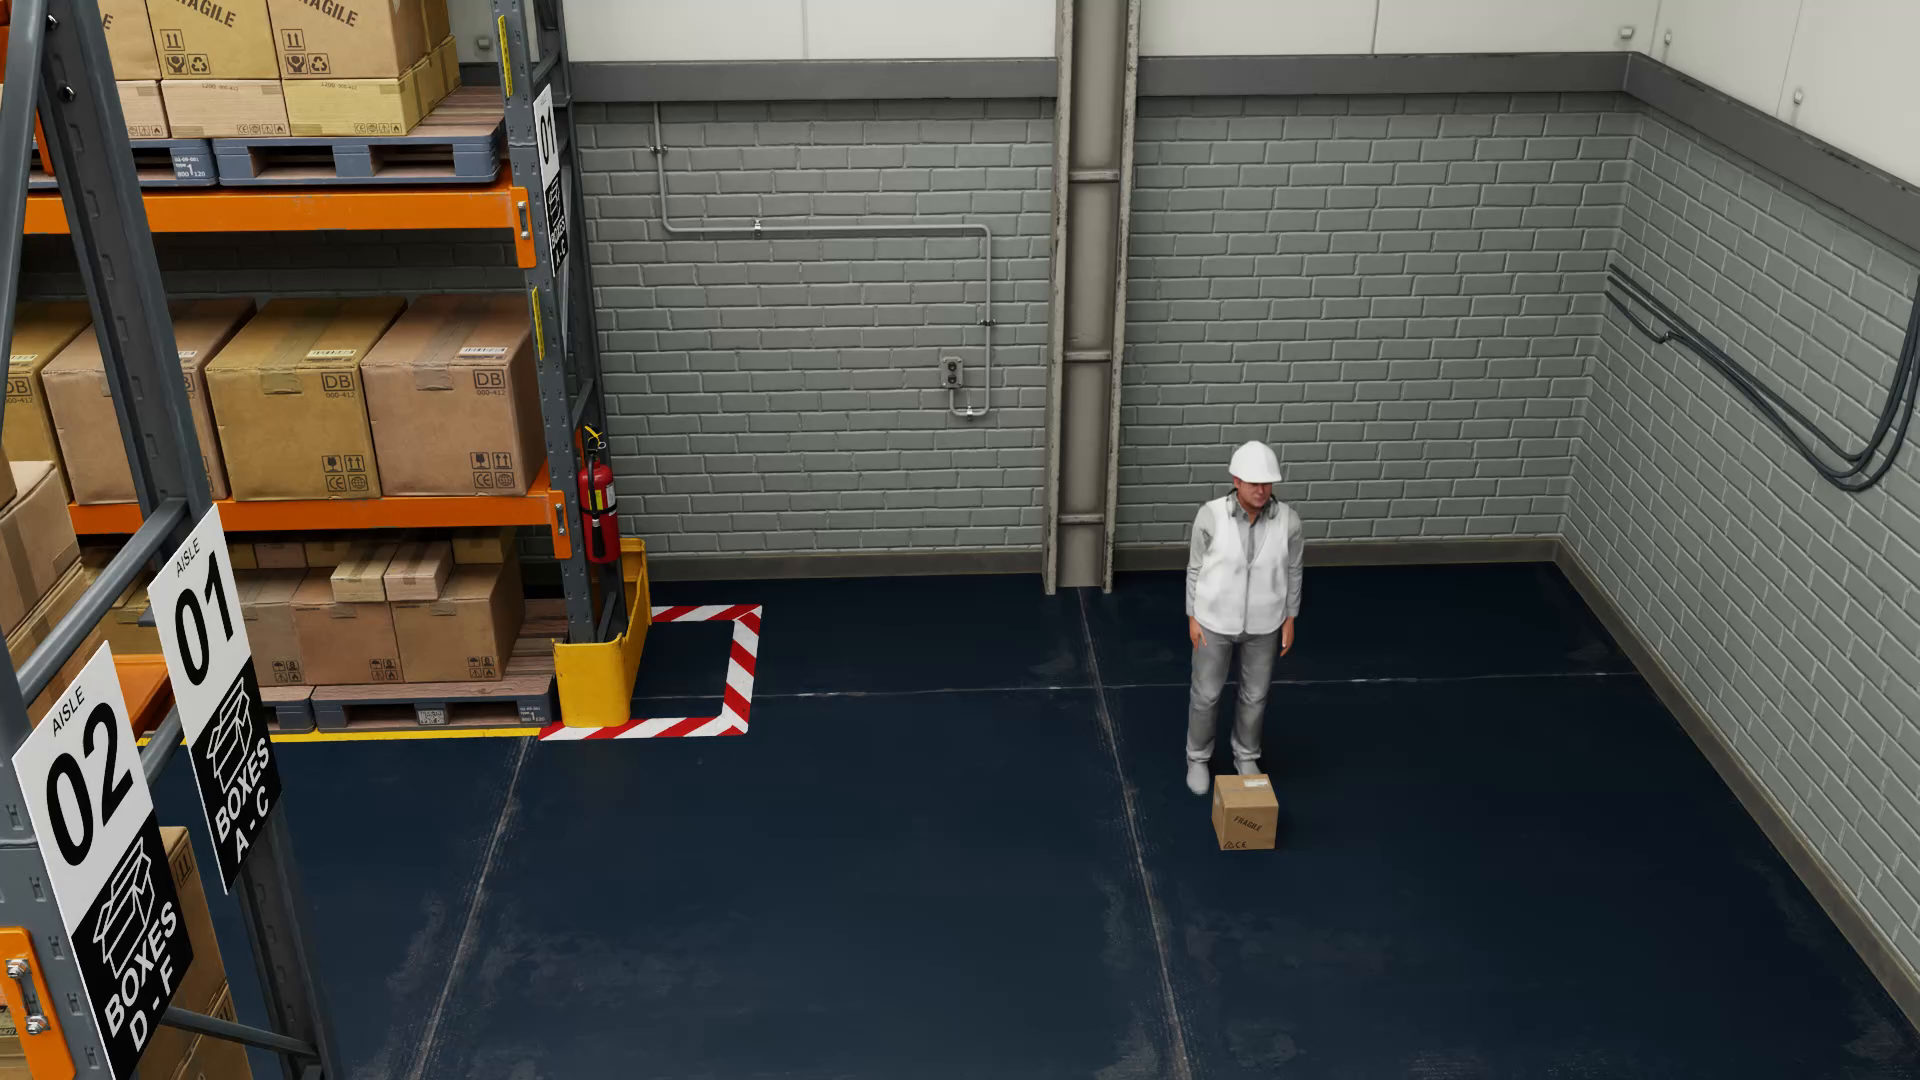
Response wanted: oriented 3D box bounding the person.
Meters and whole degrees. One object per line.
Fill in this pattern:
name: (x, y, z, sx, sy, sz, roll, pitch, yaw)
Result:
person: (1.332, 0.382, 7.862, 0.534, 1.779, 0.358, -1, 27, -1)
